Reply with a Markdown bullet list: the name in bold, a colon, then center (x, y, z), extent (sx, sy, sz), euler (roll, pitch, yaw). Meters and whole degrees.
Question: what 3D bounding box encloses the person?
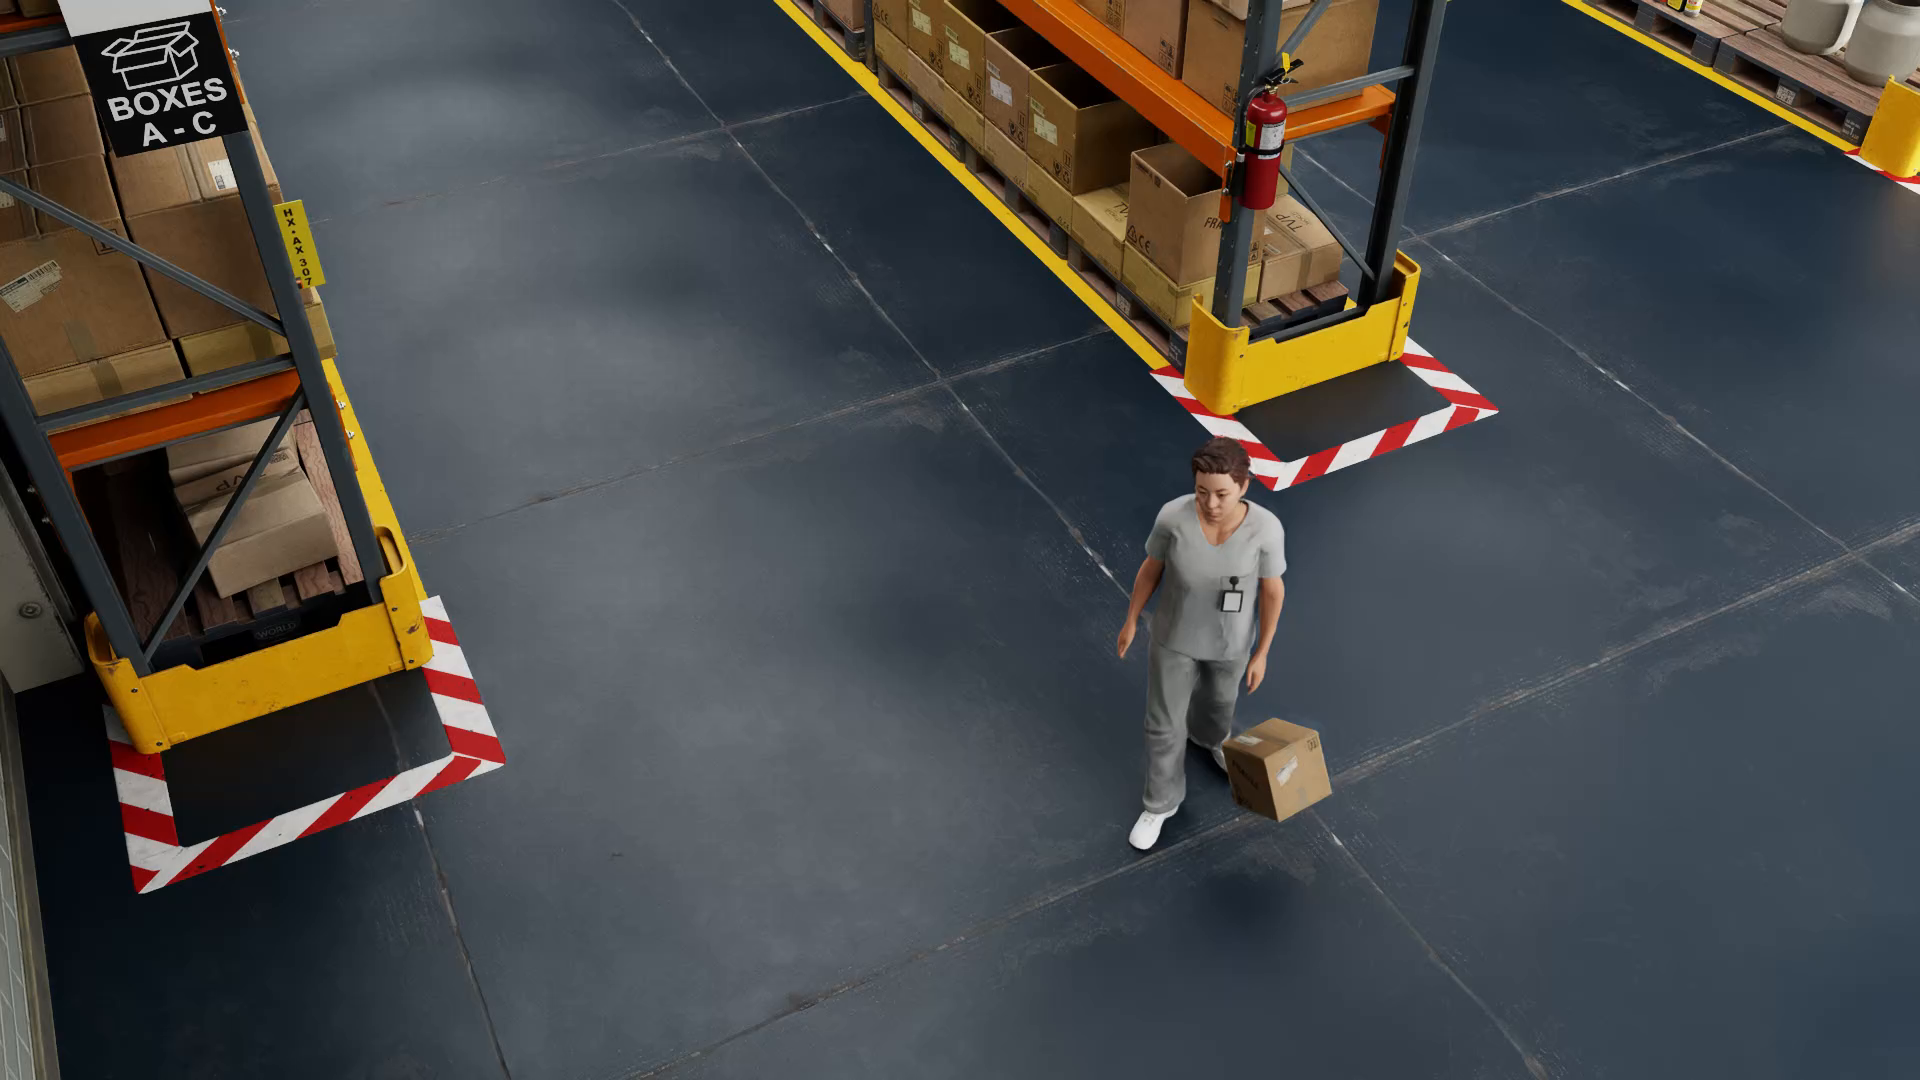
- **person**: center (0.824, 0.331, 5.789), extent (0.541, 1.666, 0.643), euler (6, 42, 6)
